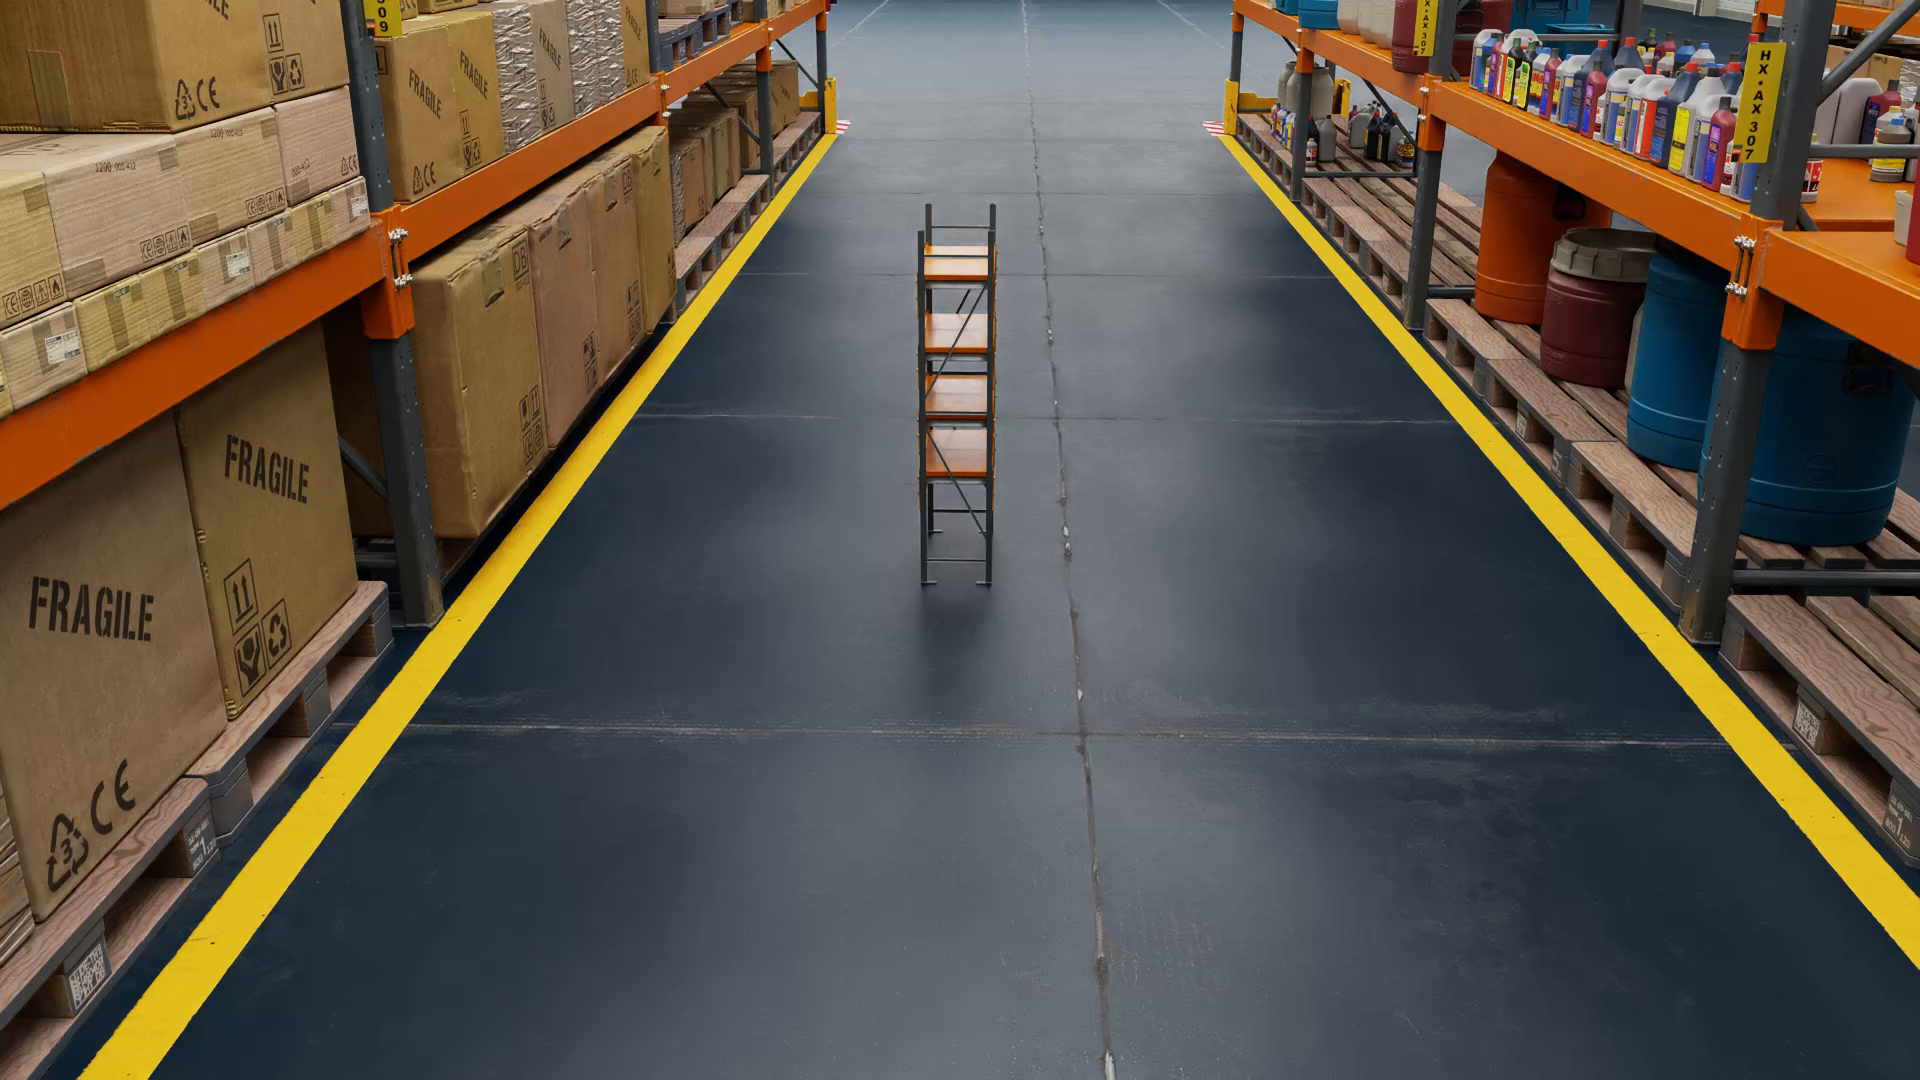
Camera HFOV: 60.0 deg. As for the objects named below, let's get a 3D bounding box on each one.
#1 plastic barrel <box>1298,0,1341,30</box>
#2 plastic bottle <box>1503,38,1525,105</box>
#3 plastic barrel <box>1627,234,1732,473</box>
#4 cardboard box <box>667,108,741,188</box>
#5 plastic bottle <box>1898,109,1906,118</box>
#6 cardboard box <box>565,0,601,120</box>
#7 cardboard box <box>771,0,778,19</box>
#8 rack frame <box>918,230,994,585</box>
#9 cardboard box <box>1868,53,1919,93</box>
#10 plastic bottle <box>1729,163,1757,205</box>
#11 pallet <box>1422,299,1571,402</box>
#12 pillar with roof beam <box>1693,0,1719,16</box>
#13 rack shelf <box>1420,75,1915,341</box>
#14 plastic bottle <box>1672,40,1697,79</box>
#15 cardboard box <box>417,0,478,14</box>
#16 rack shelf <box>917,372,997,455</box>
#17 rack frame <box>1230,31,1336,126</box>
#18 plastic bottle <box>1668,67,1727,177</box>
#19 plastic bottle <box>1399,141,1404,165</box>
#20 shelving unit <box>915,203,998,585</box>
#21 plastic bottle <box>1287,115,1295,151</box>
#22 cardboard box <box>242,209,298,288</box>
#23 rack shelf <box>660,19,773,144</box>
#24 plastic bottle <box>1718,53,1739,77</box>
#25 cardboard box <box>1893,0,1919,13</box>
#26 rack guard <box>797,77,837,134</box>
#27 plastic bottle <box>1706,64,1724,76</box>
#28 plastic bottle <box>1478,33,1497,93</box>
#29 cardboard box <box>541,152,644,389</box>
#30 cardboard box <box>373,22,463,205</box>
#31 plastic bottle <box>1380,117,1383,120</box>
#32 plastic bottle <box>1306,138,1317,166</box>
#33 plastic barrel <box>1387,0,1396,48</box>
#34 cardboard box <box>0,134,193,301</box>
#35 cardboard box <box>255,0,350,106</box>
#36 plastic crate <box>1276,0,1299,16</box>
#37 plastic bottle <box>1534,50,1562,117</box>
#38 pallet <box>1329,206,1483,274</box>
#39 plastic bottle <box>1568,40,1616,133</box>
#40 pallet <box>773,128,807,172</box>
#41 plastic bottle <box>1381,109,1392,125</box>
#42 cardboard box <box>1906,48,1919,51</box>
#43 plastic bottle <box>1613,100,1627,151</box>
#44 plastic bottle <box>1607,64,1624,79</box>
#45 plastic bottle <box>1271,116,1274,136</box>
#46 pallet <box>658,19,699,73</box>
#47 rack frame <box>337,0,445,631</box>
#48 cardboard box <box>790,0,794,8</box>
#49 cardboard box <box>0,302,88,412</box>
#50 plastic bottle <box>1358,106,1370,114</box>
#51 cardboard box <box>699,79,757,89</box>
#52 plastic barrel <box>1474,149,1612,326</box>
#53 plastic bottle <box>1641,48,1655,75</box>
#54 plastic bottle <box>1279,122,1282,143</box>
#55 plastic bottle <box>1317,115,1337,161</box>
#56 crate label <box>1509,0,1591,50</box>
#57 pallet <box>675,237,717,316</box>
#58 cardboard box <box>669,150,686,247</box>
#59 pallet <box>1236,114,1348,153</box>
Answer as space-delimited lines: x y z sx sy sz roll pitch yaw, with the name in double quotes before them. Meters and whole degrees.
"plastic barrel" 2.705 -4.073 11.685 0.600 0.901 0.708 1 21 2
"plastic bottle" 2.498 -2.106 7.472 0.061 0.283 0.133 1 21 2
"plastic barrel" 2.832 -0.753 6.143 0.600 0.901 0.708 1 21 2
"cardboard box" -1.971 -2.848 12.069 0.700 0.500 0.500 -1 21 -3
"plastic bottle" 3.216 -1.362 5.668 0.097 0.201 0.097 0 21 0
"cardboard box" -1.853 -2.081 7.107 0.500 0.500 0.500 0 21 0
"cardboard box" -1.603 -4.077 12.738 0.380 0.149 0.250 1 21 2
"rack frame" -0.012 -0.411 5.430 0.240 1.200 0.015 1 21 2
"cardboard box" 7.805 -3.714 13.639 0.500 0.500 0.500 1 21 2
"plastic bottle" 2.465 -1.171 5.071 0.152 0.276 0.135 1 21 2
"pallet" 2.916 -0.943 8.169 1.003 0.211 1.213 1 21 2
"pillar with roof beam" 10.132 -14.402 30.707 9.100 9.000 0.400 1 21 2
"rack shelf" 2.837 -1.470 6.666 1.077 0.370 4.000 1 21 2
"plastic bottle" 3.278 -2.123 7.531 0.097 0.271 0.097 0 21 0
"cardboard box" -2.130 -2.131 5.848 0.797 0.503 0.637 1 21 2
"rack shelf" -0.005 -0.437 5.682 0.258 0.148 0.480 1 21 2
"rack frame" 3.142 -5.421 15.855 1.000 3.000 0.127 1 21 2
"plastic bottle" 2.477 -1.396 5.547 0.144 0.351 0.185 1 21 2
"plastic bottle" 3.471 -3.023 12.933 0.097 0.201 0.097 0 21 0
"shelving unit" -0.005 -0.500 5.658 0.258 1.200 0.503 1 21 2
"plastic bottle" 2.767 -3.368 13.615 0.144 0.351 0.185 1 21 1
"cardboard box" -1.872 -0.720 4.086 0.380 0.149 0.250 0 21 1
"rack shelf" -1.992 -2.971 10.534 1.077 0.370 4.000 1 21 2
"plastic bottle" 3.128 -1.845 6.799 0.061 0.283 0.133 1 21 2
"cardboard box" 8.007 -4.499 13.338 0.700 0.500 0.500 1 21 2
"rack guard" -1.811 -4.283 16.377 1.175 0.500 0.348 1 21 2
"plastic bottle" 3.266 -1.949 7.181 0.097 0.201 0.097 0 21 0
"plastic bottle" 2.531 -2.274 7.922 0.097 0.271 0.097 0 21 0
"cardboard box" -2.129 -1.217 7.376 1.225 0.875 0.875 1 21 2
"cardboard box" -1.910 -1.347 5.217 0.500 0.500 0.500 1 21 2
"plastic bottle" 3.432 -3.318 13.596 0.097 0.271 0.097 0 21 0
"plastic bottle" 2.719 -3.010 12.901 0.097 0.201 0.097 0 21 0
"plastic barrel" 2.729 -3.108 9.737 0.421 0.512 0.421 0 21 0
"cardboard box" -1.954 -0.672 3.410 0.500 0.250 0.500 1 21 3
"cardboard box" -1.921 -1.386 4.215 0.500 0.500 0.500 1 21 3
"plastic crate" 2.782 -4.309 13.193 0.499 0.251 0.616 1 21 2
"plastic bottle" 2.503 -1.940 7.061 0.097 0.271 0.097 0 21 0
"pallet" 3.000 -1.949 10.759 1.003 0.211 1.213 1 21 2
"plastic bottle" 2.511 -1.794 6.574 0.144 0.351 0.185 1 21 2
"pallet" -1.911 -3.415 14.539 1.003 0.211 1.213 1 21 2
"plastic bottle" 3.465 -3.301 13.443 0.144 0.351 0.185 0 21 -1
"cardboard box" 8.341 -3.889 14.090 0.500 0.500 0.500 1 21 2
"plastic bottle" 2.472 -1.541 6.130 0.097 0.201 0.097 0 21 0
"plastic bottle" 2.544 -1.706 6.456 0.097 0.271 0.097 0 21 0
"plastic bottle" 2.772 -3.632 14.504 0.097 0.201 0.097 0 21 0
"pallet" -2.137 -2.753 9.242 1.213 0.211 1.003 1 21 2
"rack frame" -2.174 -1.137 4.813 1.000 3.000 0.127 1 21 2
"cardboard box" -1.591 -4.530 13.903 0.380 0.149 0.250 1 21 2
"cardboard box" -1.903 -0.350 3.130 0.380 0.149 0.250 1 21 3
"plastic bottle" 3.489 -3.597 14.310 0.152 0.276 0.135 1 21 2
"cardboard box" -1.928 -3.637 14.130 0.500 0.500 0.500 -1 21 -3
"plastic barrel" 2.900 -1.536 8.260 0.600 0.830 0.708 1 21 2
"plastic bottle" 3.291 -2.244 7.940 0.097 0.201 0.097 0 21 0
"plastic bottle" 2.758 -3.474 14.096 0.097 0.201 0.097 0 21 0
"plastic bottle" 2.895 -3.180 13.131 0.144 0.351 0.185 1 21 2
"crate label" 3.199 -2.902 9.312 0.502 0.435 0.616 1 21 2
"pallet" -2.027 -1.566 9.773 1.003 0.211 1.213 1 21 2
"cardboard box" -2.048 -2.066 10.055 0.700 0.500 0.500 -1 21 -3
"pallet" 3.156 -3.800 15.530 1.003 0.211 1.213 1 21 2
